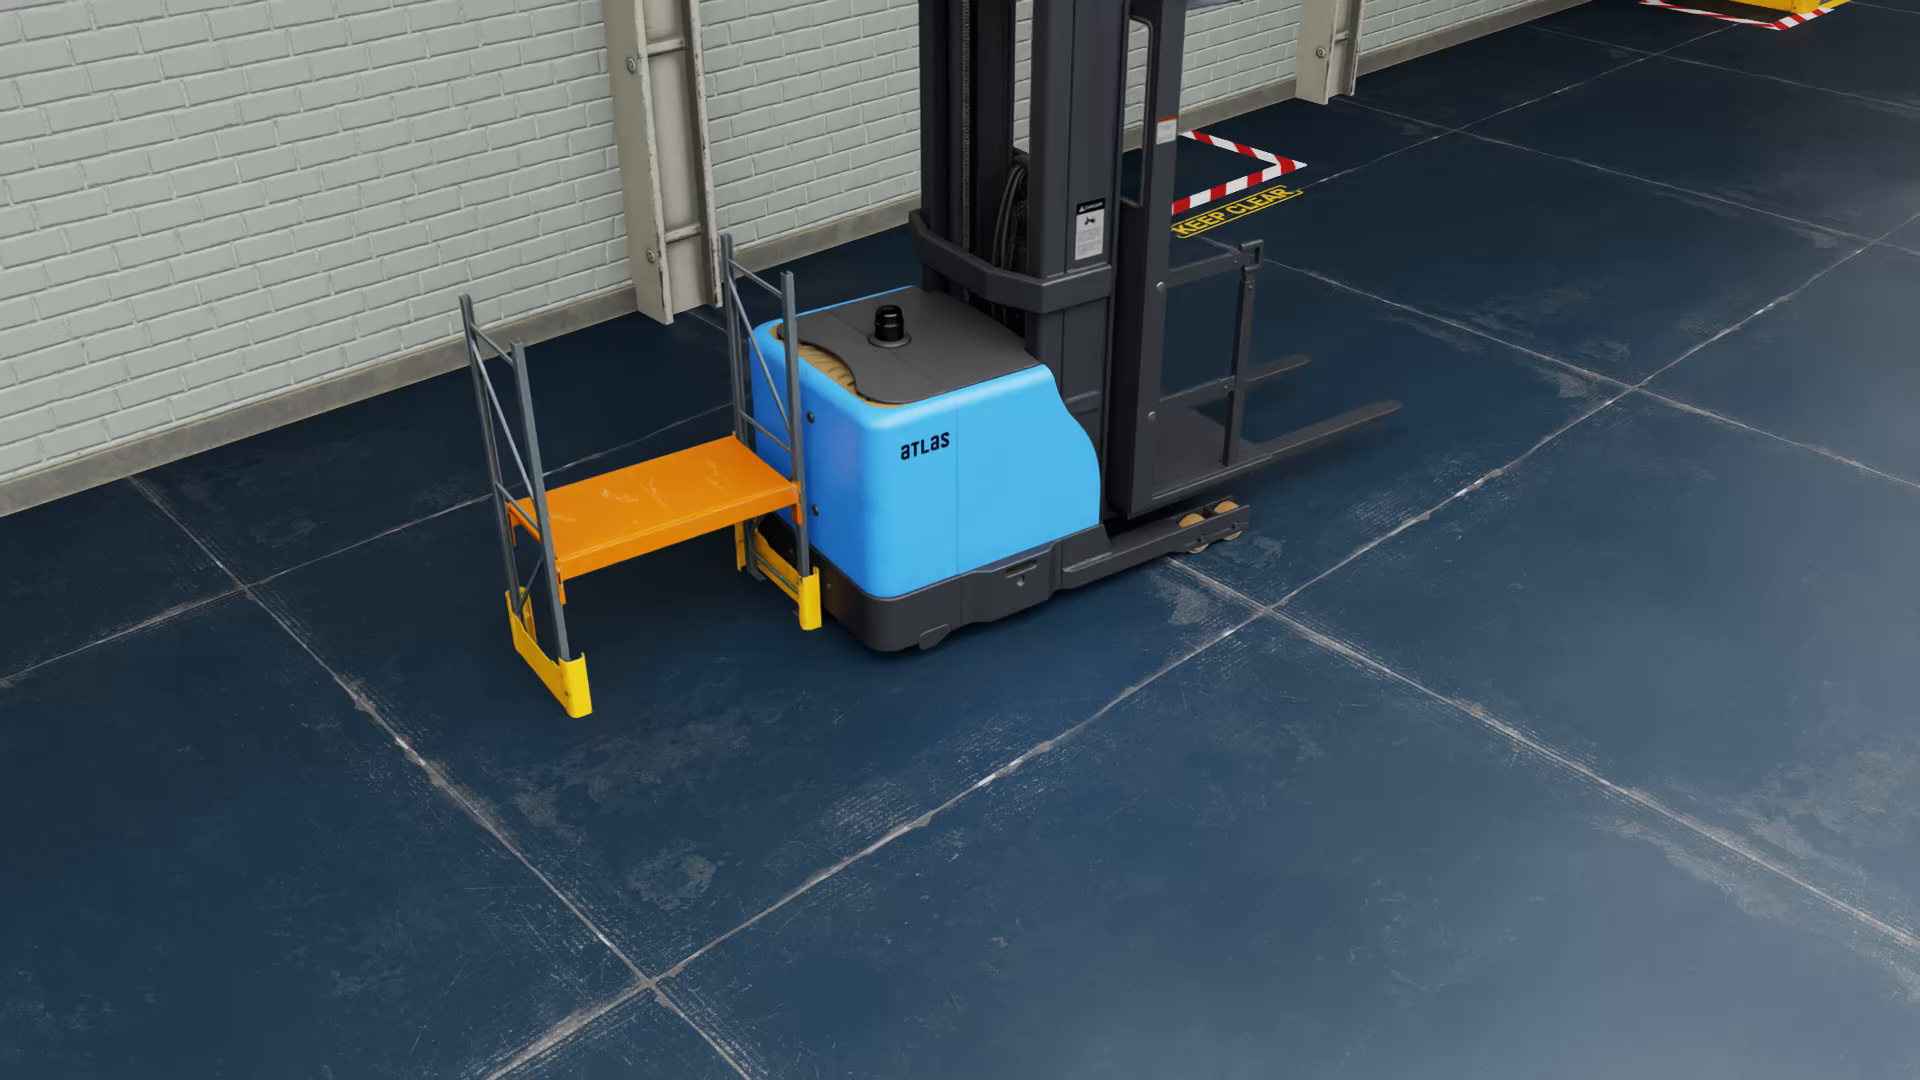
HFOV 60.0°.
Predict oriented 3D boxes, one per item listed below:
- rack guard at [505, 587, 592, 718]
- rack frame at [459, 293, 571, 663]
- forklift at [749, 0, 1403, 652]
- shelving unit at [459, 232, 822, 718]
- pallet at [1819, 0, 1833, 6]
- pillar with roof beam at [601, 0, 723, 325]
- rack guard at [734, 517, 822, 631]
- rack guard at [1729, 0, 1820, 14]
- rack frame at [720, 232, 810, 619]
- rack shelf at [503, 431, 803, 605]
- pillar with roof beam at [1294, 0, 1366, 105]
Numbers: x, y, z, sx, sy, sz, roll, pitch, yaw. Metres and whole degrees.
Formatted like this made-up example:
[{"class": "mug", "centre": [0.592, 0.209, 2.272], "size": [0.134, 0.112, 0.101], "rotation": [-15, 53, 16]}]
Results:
[{"class": "rack guard", "centre": [-1.566, 0.422, 6.321], "size": [0.087, 0.250, 0.587], "rotation": [-20, 37, -29]}, {"class": "rack frame", "centre": [-1.582, -0.106, 5.985], "size": [0.032, 1.500, 0.500], "rotation": [-20, 37, -29]}, {"class": "forklift", "centre": [0.656, -1.404, 6.736], "size": [3.031, 2.935, 1.130], "rotation": [-19, 36, -28]}, {"class": "shelving unit", "centre": [-1.158, -0.261, 6.238], "size": [1.083, 1.500, 0.587], "rotation": [-20, 37, -29]}, {"class": "pallet", "centre": [7.963, -5.388, 15.858], "size": [1.213, 0.211, 1.003], "rotation": [-26, 40, -35]}, {"class": "pillar with roof beam", "centre": [1.340, -3.511, 4.366], "size": [0.400, 9.000, 9.100], "rotation": [-26, 40, -35]}, {"class": "rack guard", "centre": [-0.750, 0.124, 6.808], "size": [0.087, 0.250, 0.587], "rotation": [-20, 37, -29]}, {"class": "rack guard", "centre": [7.343, -5.236, 15.334], "size": [0.348, 0.500, 1.175], "rotation": [-26, 40, -35]}, {"class": "rack frame", "centre": [-0.749, -0.410, 6.483], "size": [0.032, 1.500, 0.500], "rotation": [-20, 37, -29]}, {"class": "rack shelf", "centre": [-1.165, -0.104, 6.328], "size": [1.000, 0.185, 0.538], "rotation": [-20, 37, -29]}, {"class": "pillar with roof beam", "centre": [5.740, -5.639, 7.846], "size": [0.400, 9.000, 9.100], "rotation": [-26, 40, -35]}]
